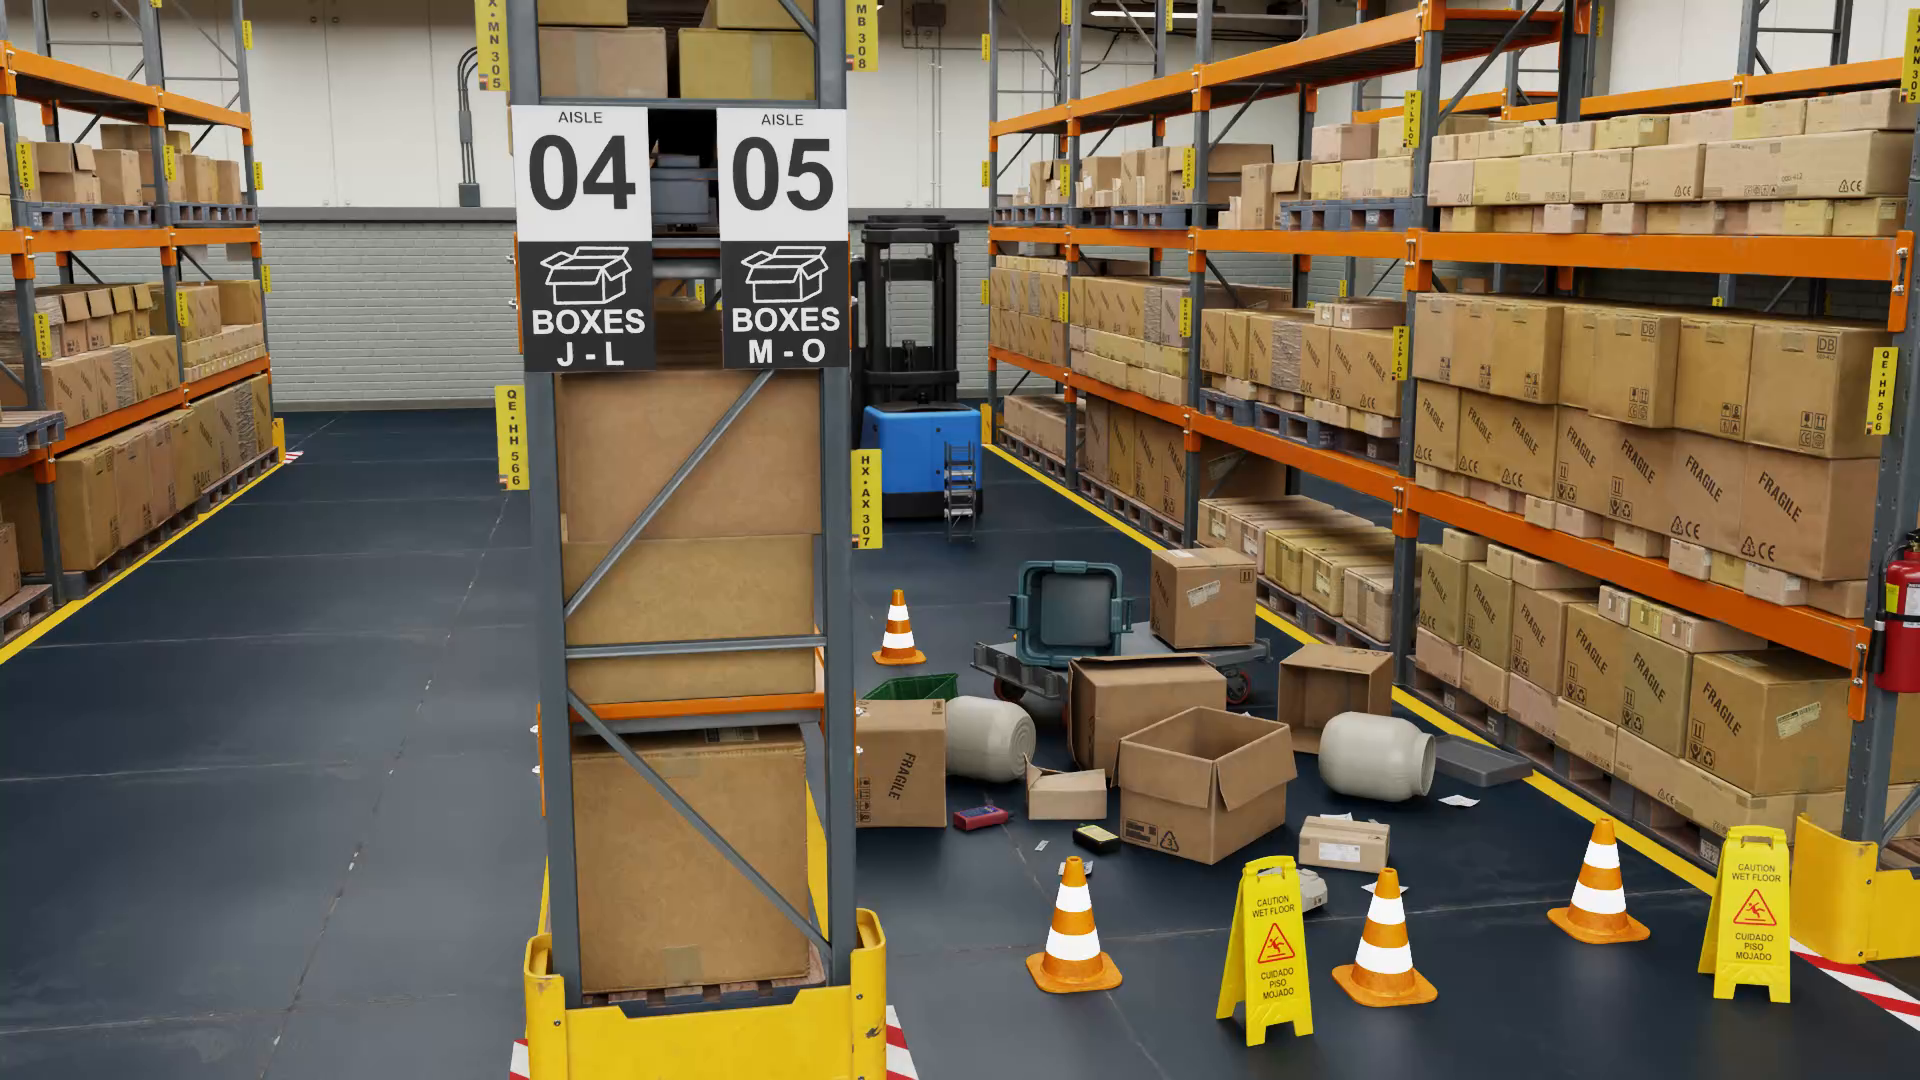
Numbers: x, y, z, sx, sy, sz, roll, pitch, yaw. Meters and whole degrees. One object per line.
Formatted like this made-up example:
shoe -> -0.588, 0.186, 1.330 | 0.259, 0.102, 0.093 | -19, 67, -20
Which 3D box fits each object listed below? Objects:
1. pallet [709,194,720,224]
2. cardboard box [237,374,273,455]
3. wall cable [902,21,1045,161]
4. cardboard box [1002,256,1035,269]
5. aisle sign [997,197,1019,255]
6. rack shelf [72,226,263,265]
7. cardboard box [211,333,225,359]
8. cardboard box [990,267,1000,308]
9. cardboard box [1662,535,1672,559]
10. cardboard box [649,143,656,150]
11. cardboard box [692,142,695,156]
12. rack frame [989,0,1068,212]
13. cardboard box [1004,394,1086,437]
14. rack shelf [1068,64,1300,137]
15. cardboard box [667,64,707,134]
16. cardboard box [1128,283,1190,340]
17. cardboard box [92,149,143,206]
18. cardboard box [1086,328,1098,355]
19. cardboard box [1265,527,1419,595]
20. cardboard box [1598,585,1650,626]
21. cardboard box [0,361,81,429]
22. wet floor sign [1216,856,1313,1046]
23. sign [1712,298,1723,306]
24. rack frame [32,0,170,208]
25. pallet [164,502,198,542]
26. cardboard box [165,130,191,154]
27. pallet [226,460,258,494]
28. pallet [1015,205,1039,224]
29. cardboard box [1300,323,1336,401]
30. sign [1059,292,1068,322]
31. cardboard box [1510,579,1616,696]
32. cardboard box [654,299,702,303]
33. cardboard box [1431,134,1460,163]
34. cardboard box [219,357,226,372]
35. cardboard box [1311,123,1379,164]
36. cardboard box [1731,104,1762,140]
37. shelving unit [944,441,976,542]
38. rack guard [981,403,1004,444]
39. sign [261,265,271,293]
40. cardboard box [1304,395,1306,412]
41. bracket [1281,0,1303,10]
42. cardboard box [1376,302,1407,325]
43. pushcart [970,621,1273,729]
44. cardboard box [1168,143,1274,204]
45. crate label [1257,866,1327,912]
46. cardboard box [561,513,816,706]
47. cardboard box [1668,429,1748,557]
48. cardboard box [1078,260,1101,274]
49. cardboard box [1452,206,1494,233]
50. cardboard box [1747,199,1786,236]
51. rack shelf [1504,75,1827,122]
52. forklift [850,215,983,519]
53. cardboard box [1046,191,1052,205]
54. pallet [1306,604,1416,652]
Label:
pallet -> -1.478, -1.662, 8.176 | 1.003, 0.211, 1.213 | -2, 11, -11
cardboard box -> -8.643, -1.470, 19.509 | 0.875, 0.875, 0.875 | -2, 11, -11
wall cable -> 0.230, -6.789, 26.852 | 2.355, 3.000, 0.029 | -2, 11, -11
cardboard box -> 0.731, -3.469, 20.775 | 0.380, 0.149, 0.250 | -2, 11, -9
aisle sign -> 0.576, -4.062, 21.616 | 0.394, 0.787, 0.004 | -2, 11, -11
rack shelf -> -8.457, -3.175, 17.811 | 1.077, 0.370, 4.000 | -2, 11, -11
cardboard box -> -8.101, -2.042, 17.564 | 0.500, 0.250, 0.500 | -2, 11, -10
cardboard box -> 0.689, -3.224, 21.225 | 0.500, 0.500, 0.500 | -2, 11, -12
cardboard box -> 3.525, 0.027, 7.760 | 0.380, 0.149, 0.250 | -2, 11, -10
cardboard box -> -1.707, -1.992, 7.885 | 0.500, 0.250, 0.500 | -2, 11, -11
cardboard box -> -0.993, -1.699, 7.416 | 0.380, 0.149, 0.250 | -2, 11, -12
rack frame -> 0.875, -5.729, 21.284 | 1.000, 3.000, 0.127 | -2, 11, -11
cardboard box -> 1.101, -1.612, 21.428 | 0.875, 0.438, 0.875 | -3, 11, -13
rack shelf -> 2.042, -4.079, 15.607 | 1.077, 0.370, 4.000 | -2, 11, -11
cardboard box -> -0.890, -1.734, 6.530 | 0.500, 0.250, 0.500 | -2, 11, -11
cardboard box -> 1.876, -2.126, 15.454 | 0.500, 0.500, 0.500 | -2, 11, -11
cardboard box -> -7.945, -3.311, 15.211 | 0.700, 0.500, 0.500 | -2, 11, -10
cardboard box -> 1.591, -2.035, 16.983 | 0.500, 0.250, 0.500 | -2, 11, -10
cardboard box -> 2.824, 0.148, 12.355 | 0.950, 0.372, 0.625 | -2, 11, -9
cardboard box -> 3.342, 0.313, 8.074 | 0.380, 0.149, 0.250 | -2, 11, -9
cardboard box -> -7.118, -1.103, 12.753 | 0.500, 0.500, 0.500 | -2, 11, -9
wet floor sign -> 1.099, 1.441, 5.954 | 0.267, 0.644, 0.232 | -4, 12, -21
sign -> 6.768, -2.004, 14.874 | 0.100, 0.325, 0.005 | -2, 11, -11
rack frame -> -8.068, -4.635, 15.536 | 1.000, 3.000, 0.127 | -2, 11, -11
pallet -> -7.844, -0.179, 15.628 | 1.003, 0.211, 1.213 | -2, 11, -11
cardboard box -> -8.463, -4.197, 17.594 | 0.500, 0.250, 0.500 | -2, 11, -13
pallet -> -8.380, -0.685, 18.283 | 1.003, 0.211, 1.213 | -2, 11, -11
pallet -> 1.270, -3.852, 19.682 | 1.003, 0.211, 1.213 | -2, 11, -11
cardboard box -> 2.702, -1.245, 11.582 | 0.500, 0.500, 0.500 | -2, 11, -9
sign -> 1.109, -2.492, 17.794 | 0.100, 0.325, 0.005 | -2, 11, -11
cardboard box -> 3.273, 0.506, 8.795 | 0.500, 0.500, 0.500 | -2, 11, -8
cardboard box -> -2.228, -1.481, 12.068 | 0.700, 0.500, 0.500 | -2, 11, -12
cardboard box -> 2.950, -2.253, 9.584 | 0.380, 0.149, 0.250 | -2, 11, -12
cardboard box -> -8.052, -1.869, 17.718 | 0.380, 0.149, 0.250 | -2, 11, -10
cardboard box -> 2.751, -2.721, 11.442 | 0.500, 0.250, 0.500 | -2, 11, -10
cardboard box -> 3.552, -1.784, 7.118 | 0.380, 0.149, 0.250 | -2, 11, -11
shelving unit -> -0.002, -0.444, 15.174 | 0.258, 0.900, 0.210 | -2, 11, -11
rack guard -> 0.870, -1.559, 22.102 | 1.175, 0.500, 0.348 | -2, 11, -11
sign -> -8.311, -3.124, 19.911 | 0.100, 0.325, 0.005 | -2, 11, -11
cardboard box -> 2.703, -0.988, 11.968 | 0.380, 0.149, 0.250 | -3, 11, -13
bracket -> 5.130, -8.782, 27.694 | 0.076, 0.066, 5.218 | -2, 11, -11
cardboard box -> 3.152, -1.596, 11.692 | 0.380, 0.149, 0.250 | -1, 11, -8
pushcart -> 0.982, 0.799, 10.043 | 1.648, 0.377, 0.936 | -6, 13, -31
cardboard box -> 2.209, -3.109, 14.141 | 0.797, 0.503, 0.637 | -3, 11, -15
crate label -> 1.401, 1.487, 7.069 | 0.250, 0.136, 0.298 | -9, 14, -40
cardboard box -> -0.966, 0.211, 5.719 | 0.875, 0.550, 0.550 | -2, 11, -11
cardboard box -> 3.518, -0.224, 7.344 | 0.500, 0.500, 0.500 | -2, 11, -11
cardboard box -> 1.336, -3.005, 18.338 | 0.380, 0.149, 0.250 | -2, 11, -10
cardboard box -> 3.022, -1.815, 9.414 | 0.380, 0.149, 0.250 | -2, 11, -11
cardboard box -> 3.544, -1.347, 6.957 | 0.380, 0.149, 0.250 | -2, 11, -9
rack shelf -> 6.910, -4.260, 16.559 | 1.077, 0.370, 4.000 | -2, 11, -11
forklift -> -0.632, -1.872, 17.249 | 1.130, 2.935, 3.031 | -3, 11, -14
cardboard box -> 1.163, -3.808, 18.494 | 0.380, 0.149, 0.250 | -2, 11, -10
pallet -> 3.056, 0.646, 11.292 | 1.003, 0.211, 1.213 | -2, 11, -11
